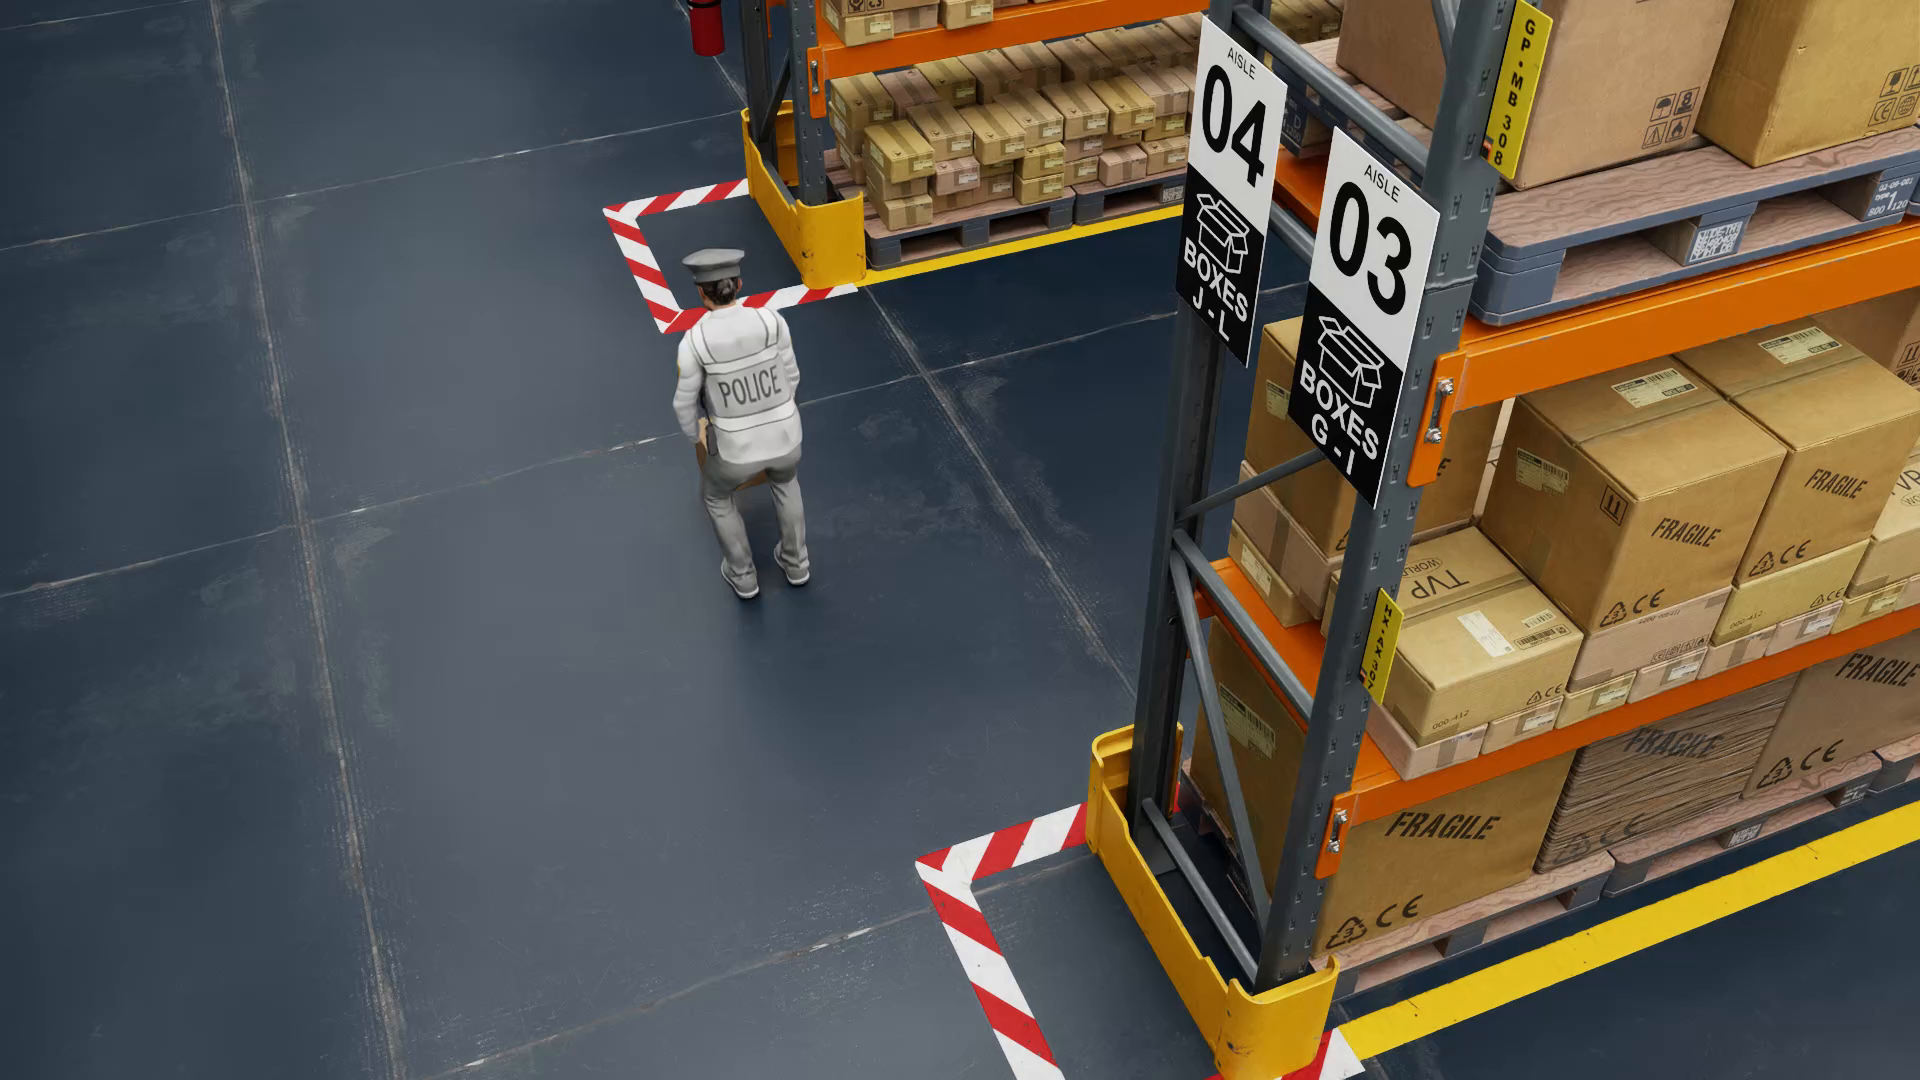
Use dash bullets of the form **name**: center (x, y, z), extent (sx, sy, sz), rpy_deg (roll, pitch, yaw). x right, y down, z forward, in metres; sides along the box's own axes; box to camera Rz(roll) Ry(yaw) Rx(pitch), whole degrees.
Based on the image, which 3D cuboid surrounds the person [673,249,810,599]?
- **person**: center (-0.884, -0.441, 6.737), extent (0.520, 1.559, 0.548), rpy_deg (-15, 44, -16)
